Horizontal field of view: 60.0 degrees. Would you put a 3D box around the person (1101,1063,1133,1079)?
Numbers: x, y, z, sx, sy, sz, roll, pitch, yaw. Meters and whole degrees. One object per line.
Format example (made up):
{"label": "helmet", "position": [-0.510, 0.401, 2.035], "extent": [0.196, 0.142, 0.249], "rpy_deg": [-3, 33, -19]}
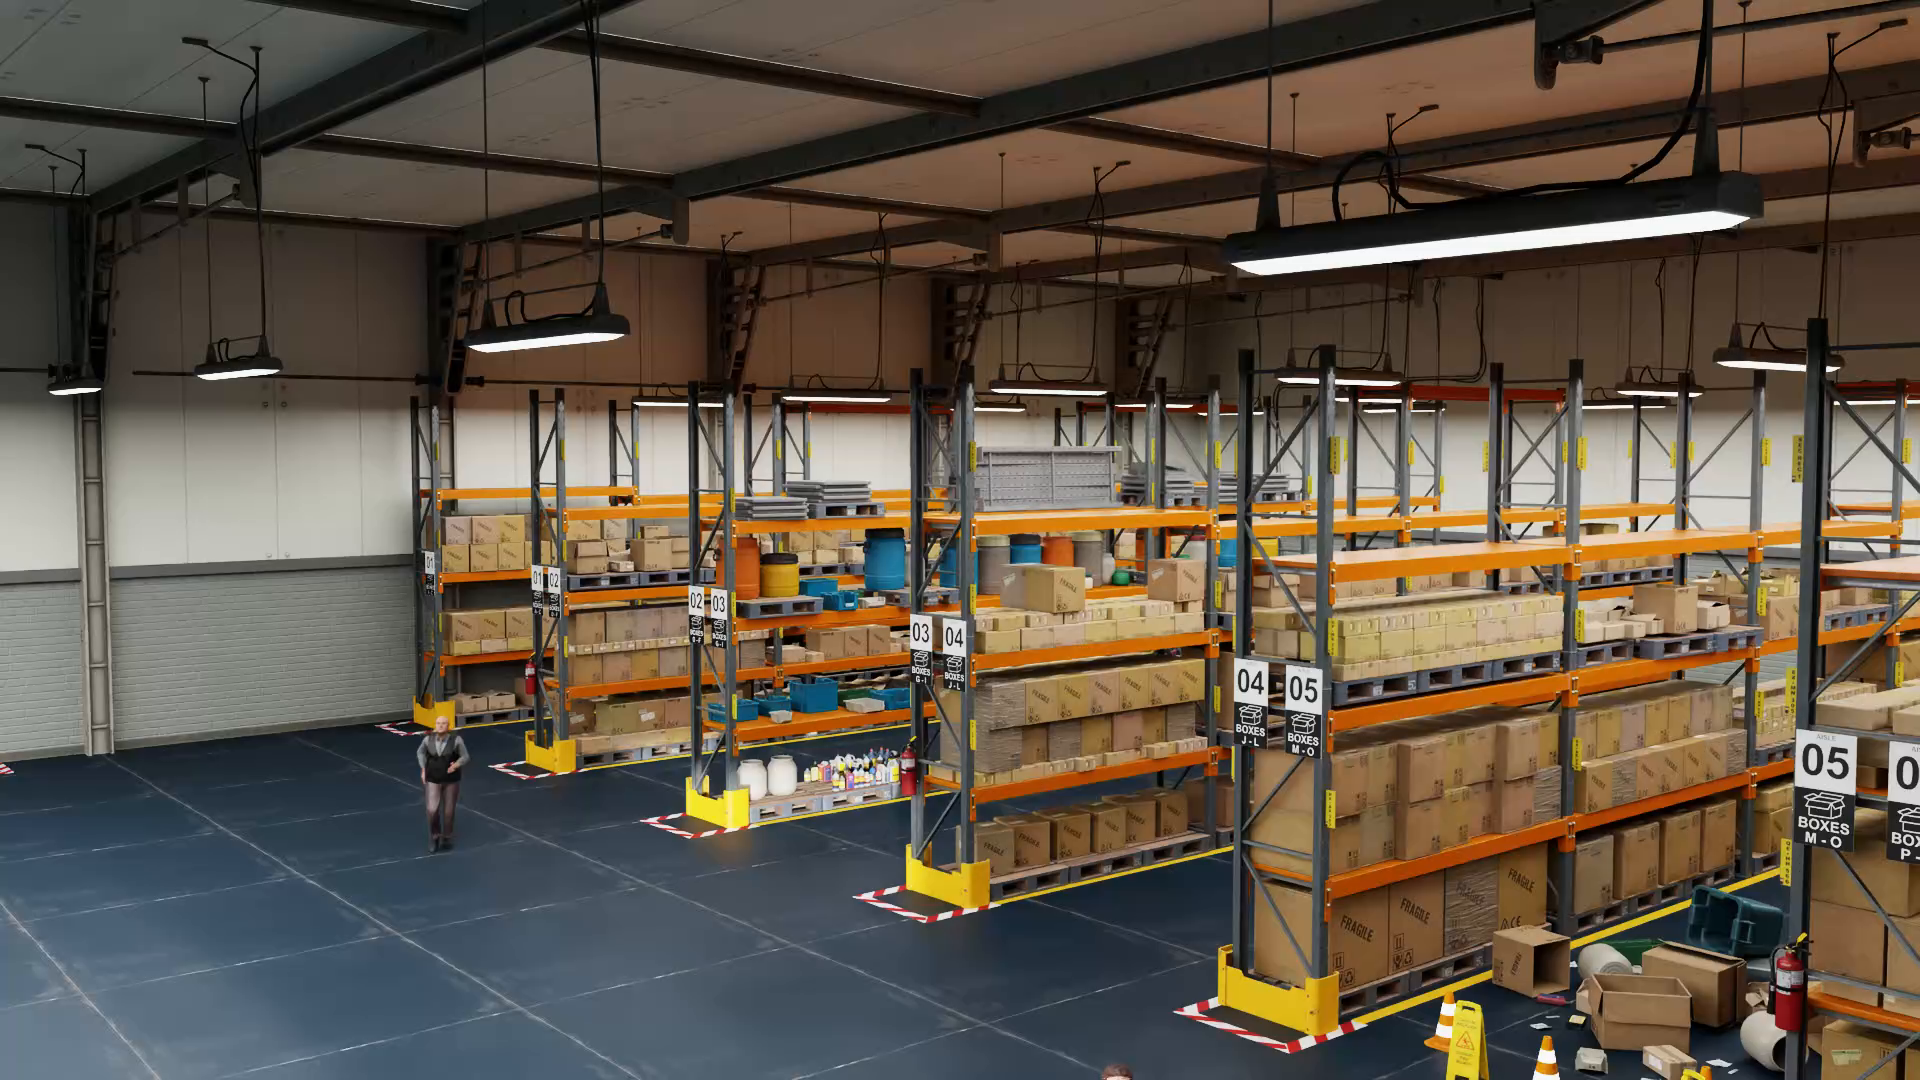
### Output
{"label": "person", "position": [0.883, 3.752, 9.329], "extent": [0.584, 1.662, 0.886], "rpy_deg": [0, 3, 3]}

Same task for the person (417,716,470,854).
{"label": "person", "position": [-6.516, 3.119, 20.972], "extent": [0.652, 1.664, 0.717], "rpy_deg": [-1, 3, -14]}
